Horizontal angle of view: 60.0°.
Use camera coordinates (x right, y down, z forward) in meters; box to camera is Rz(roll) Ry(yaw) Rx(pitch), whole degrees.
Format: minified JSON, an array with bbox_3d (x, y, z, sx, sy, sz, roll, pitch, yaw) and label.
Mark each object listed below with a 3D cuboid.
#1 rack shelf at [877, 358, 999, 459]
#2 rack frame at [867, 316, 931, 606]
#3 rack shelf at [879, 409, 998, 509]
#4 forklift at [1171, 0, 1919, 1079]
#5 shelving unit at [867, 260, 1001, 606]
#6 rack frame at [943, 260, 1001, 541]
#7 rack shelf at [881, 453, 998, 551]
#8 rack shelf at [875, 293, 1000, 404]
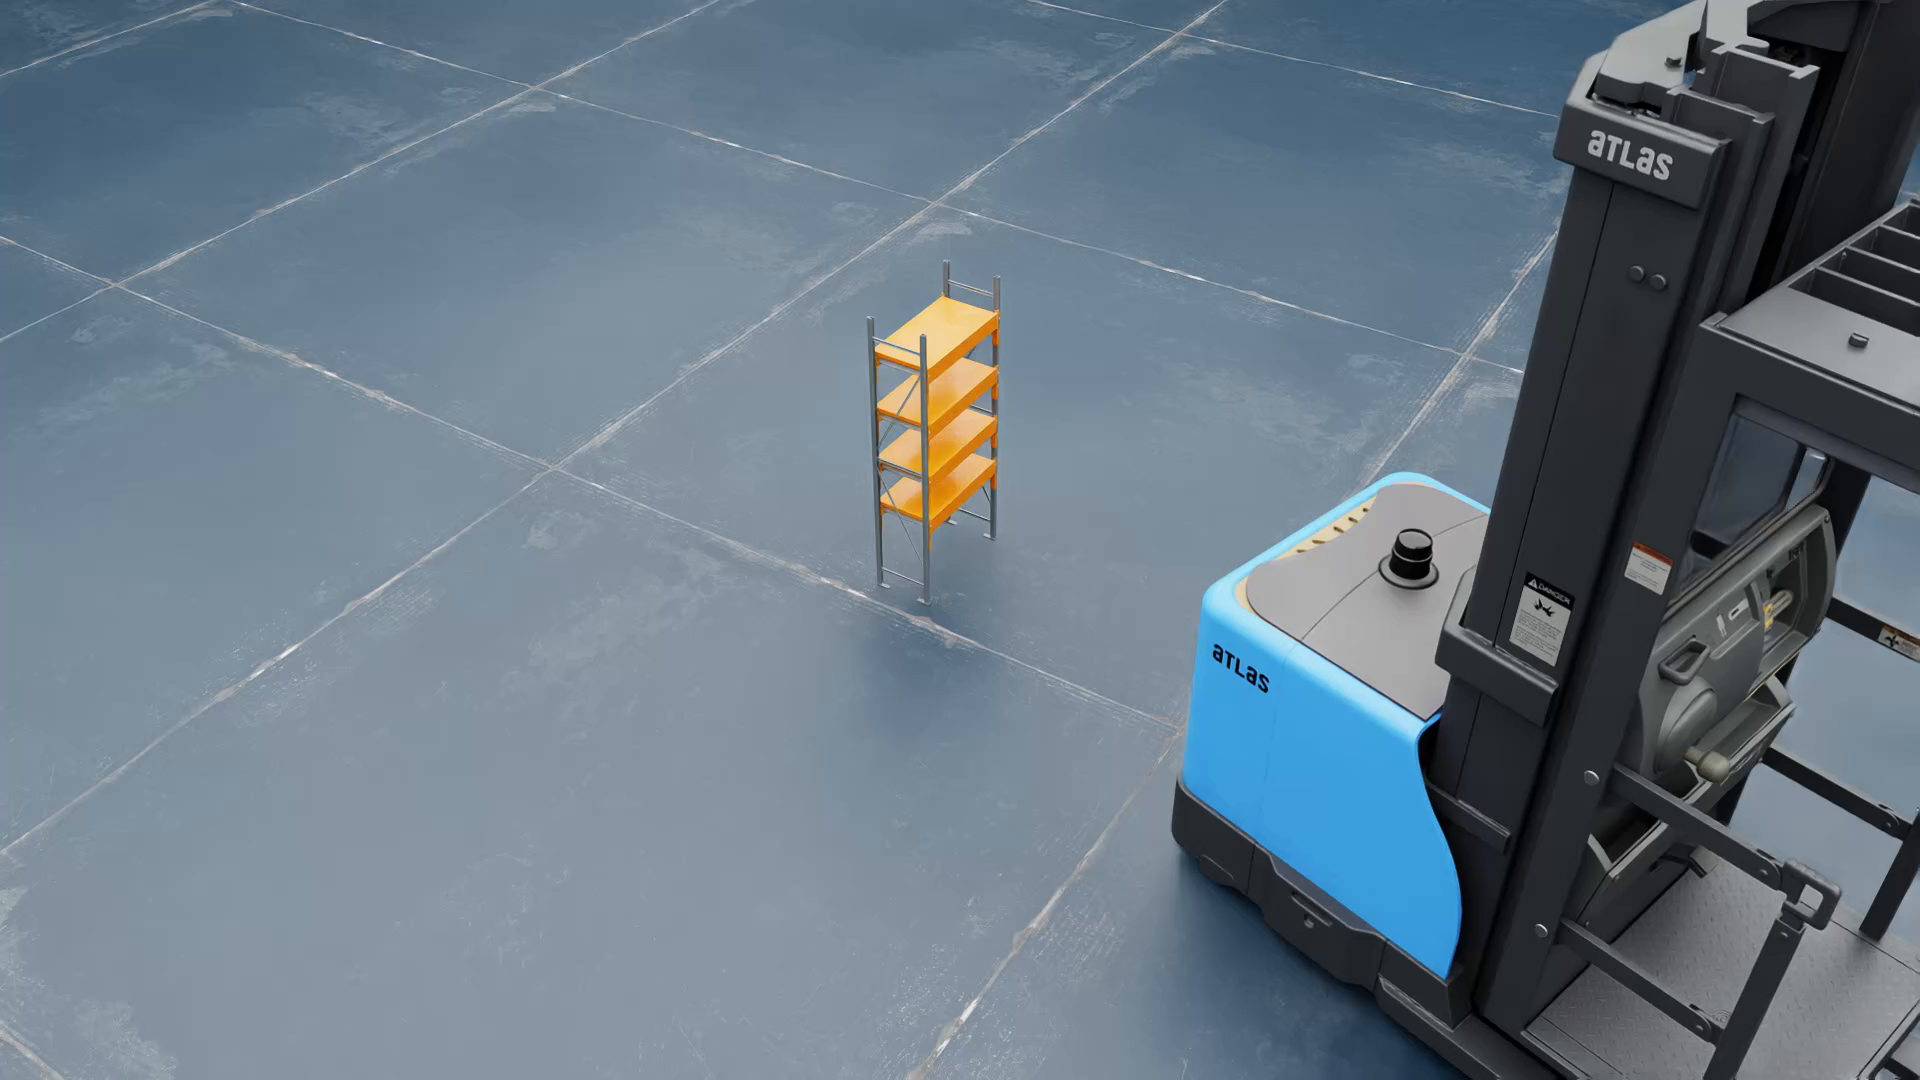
[{"bbox_3d":[-0.089,-0.514,6.177,0.258,0.148,0.480,21,42,25],"label":"rack shelf"},{"bbox_3d":[-0.219,-0.264,6.110,0.240,1.200,0.015,21,42,25],"label":"rack frame"},{"bbox_3d":[-0.089,-0.337,6.314,0.258,0.148,0.480,21,42,25],"label":"rack shelf"},{"bbox_3d":[2.038,0.317,3.938,1.130,2.935,3.031,-28,46,-32],"label":"forklift"},{"bbox_3d":[-0.089,-0.390,6.273,0.258,1.200,0.503,21,42,25],"label":"shelving unit"},{"bbox_3d":[0.042,-0.516,6.436,0.240,1.200,0.015,21,42,25],"label":"rack frame"},{"bbox_3d":[-0.089,-0.179,6.435,0.258,0.148,0.480,21,42,25],"label":"rack shelf"},{"bbox_3d":[-0.089,-0.701,6.033,0.258,0.148,0.480,21,42,25],"label":"rack shelf"}]
